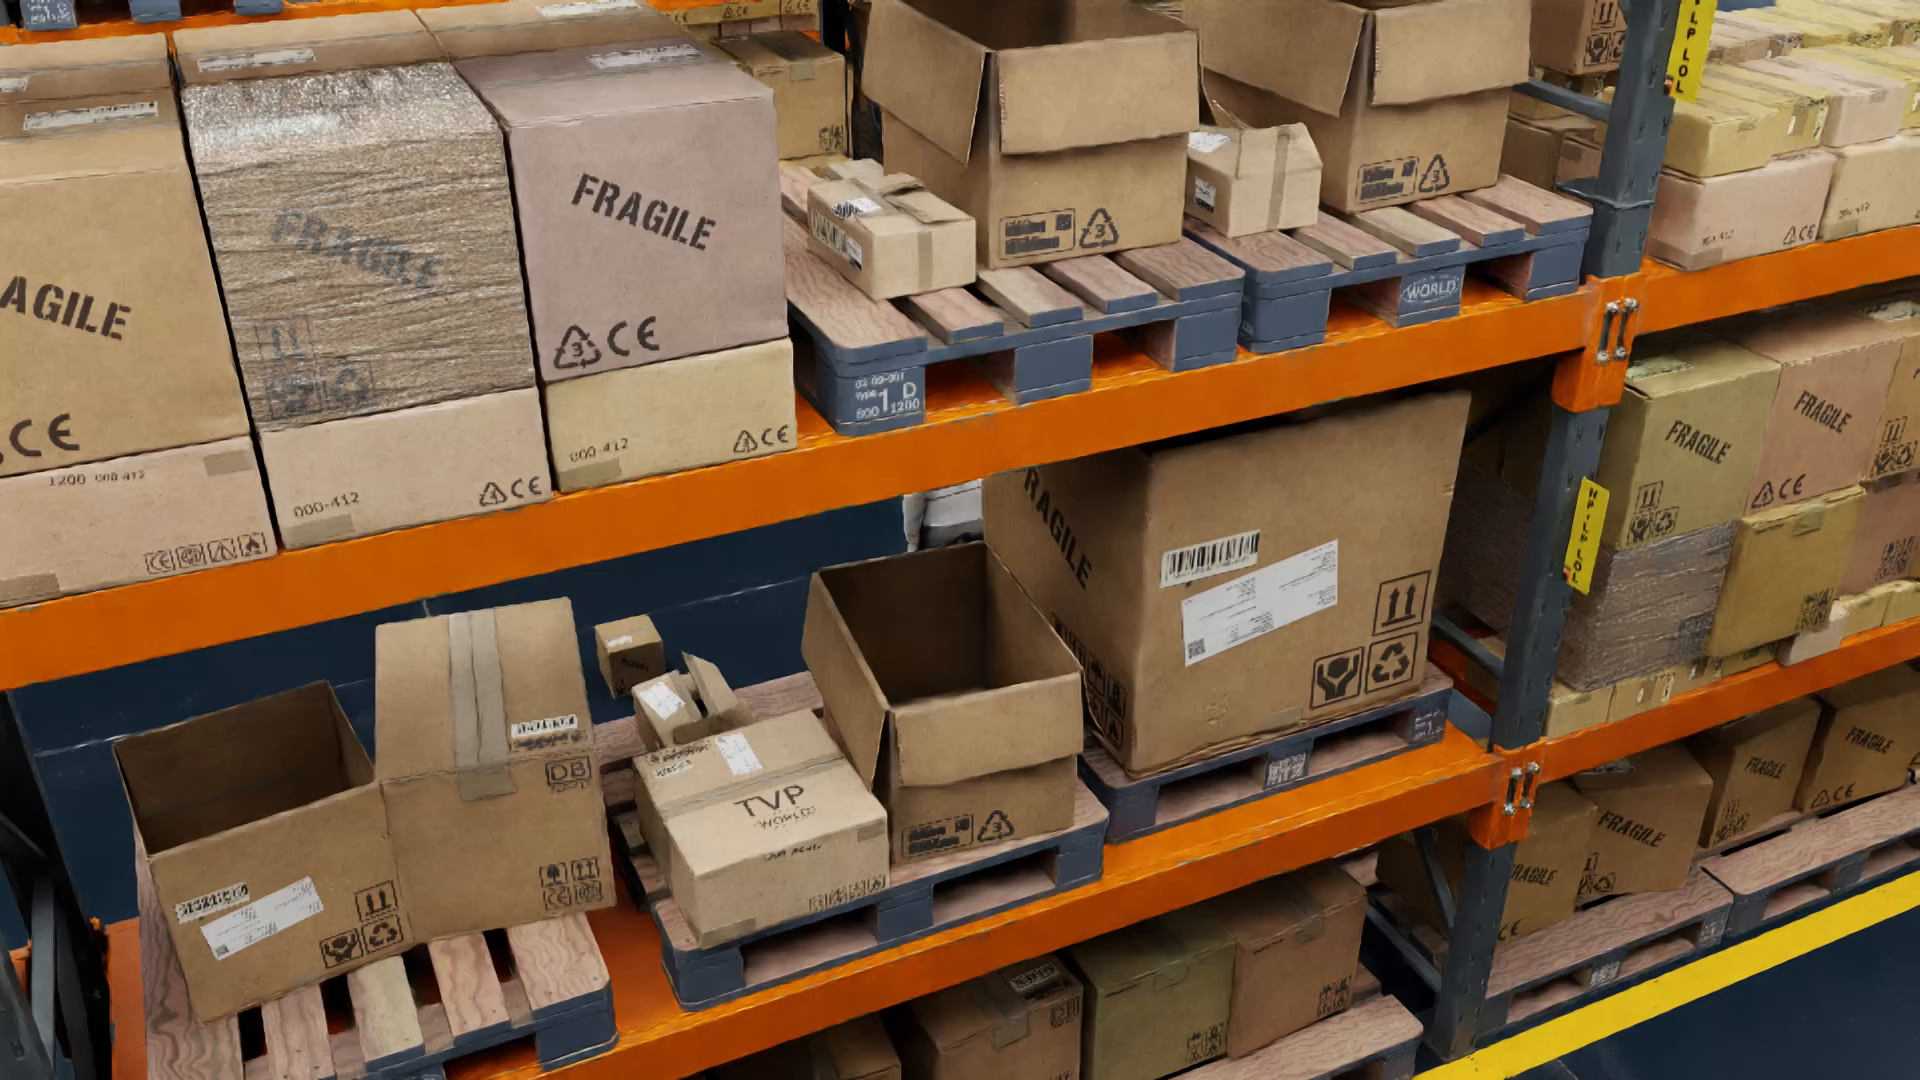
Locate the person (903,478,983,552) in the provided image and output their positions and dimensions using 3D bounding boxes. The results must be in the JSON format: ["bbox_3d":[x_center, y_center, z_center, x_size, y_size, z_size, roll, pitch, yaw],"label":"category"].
[{"bbox_3d":[0.010,-0.107,7.337,0.610,1.641,0.453,-10,31,-17],"label":"person"}]
